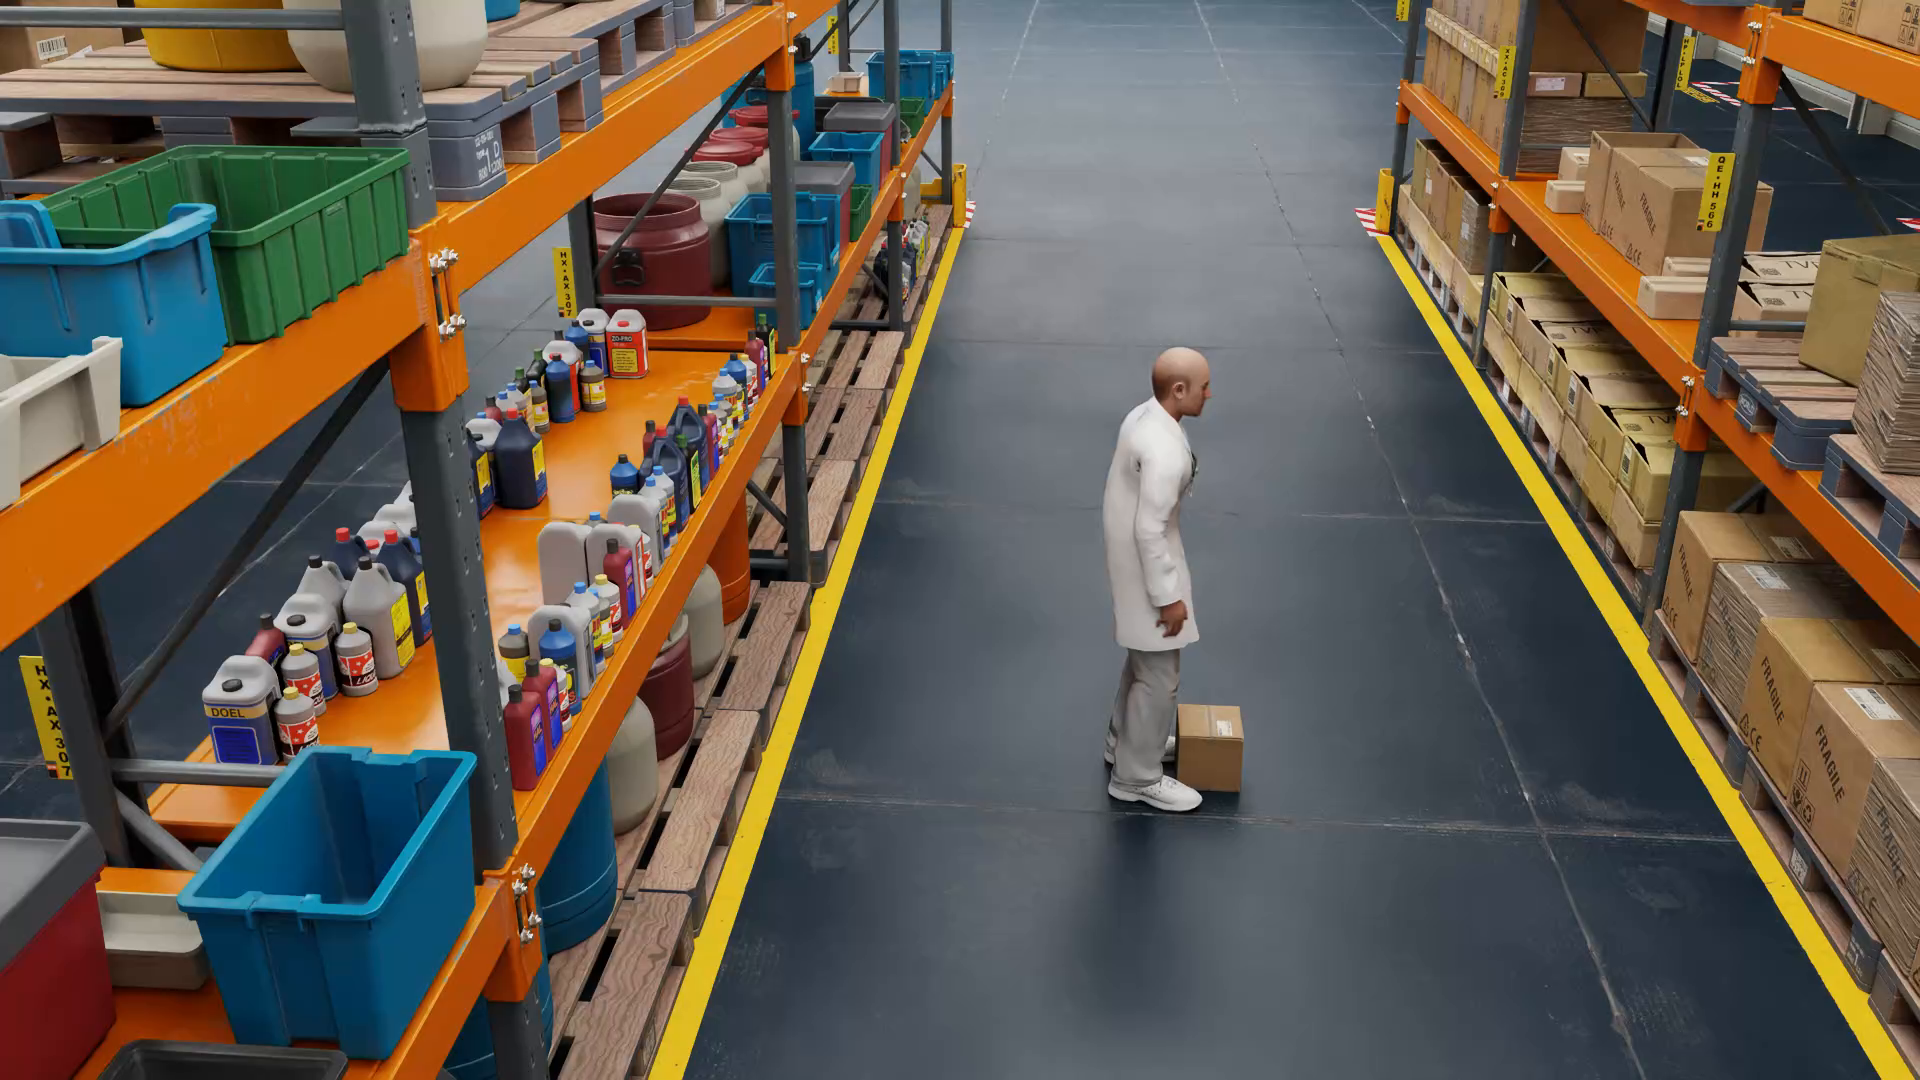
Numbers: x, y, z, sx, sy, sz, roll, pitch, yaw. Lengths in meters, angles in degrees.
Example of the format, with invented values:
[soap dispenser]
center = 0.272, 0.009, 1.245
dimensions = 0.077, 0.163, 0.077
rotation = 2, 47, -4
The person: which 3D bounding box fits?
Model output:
[person]
center = 0.746, 0.127, 6.340
dimensions = 0.415, 1.774, 0.655
rotation = 1, 24, 3
